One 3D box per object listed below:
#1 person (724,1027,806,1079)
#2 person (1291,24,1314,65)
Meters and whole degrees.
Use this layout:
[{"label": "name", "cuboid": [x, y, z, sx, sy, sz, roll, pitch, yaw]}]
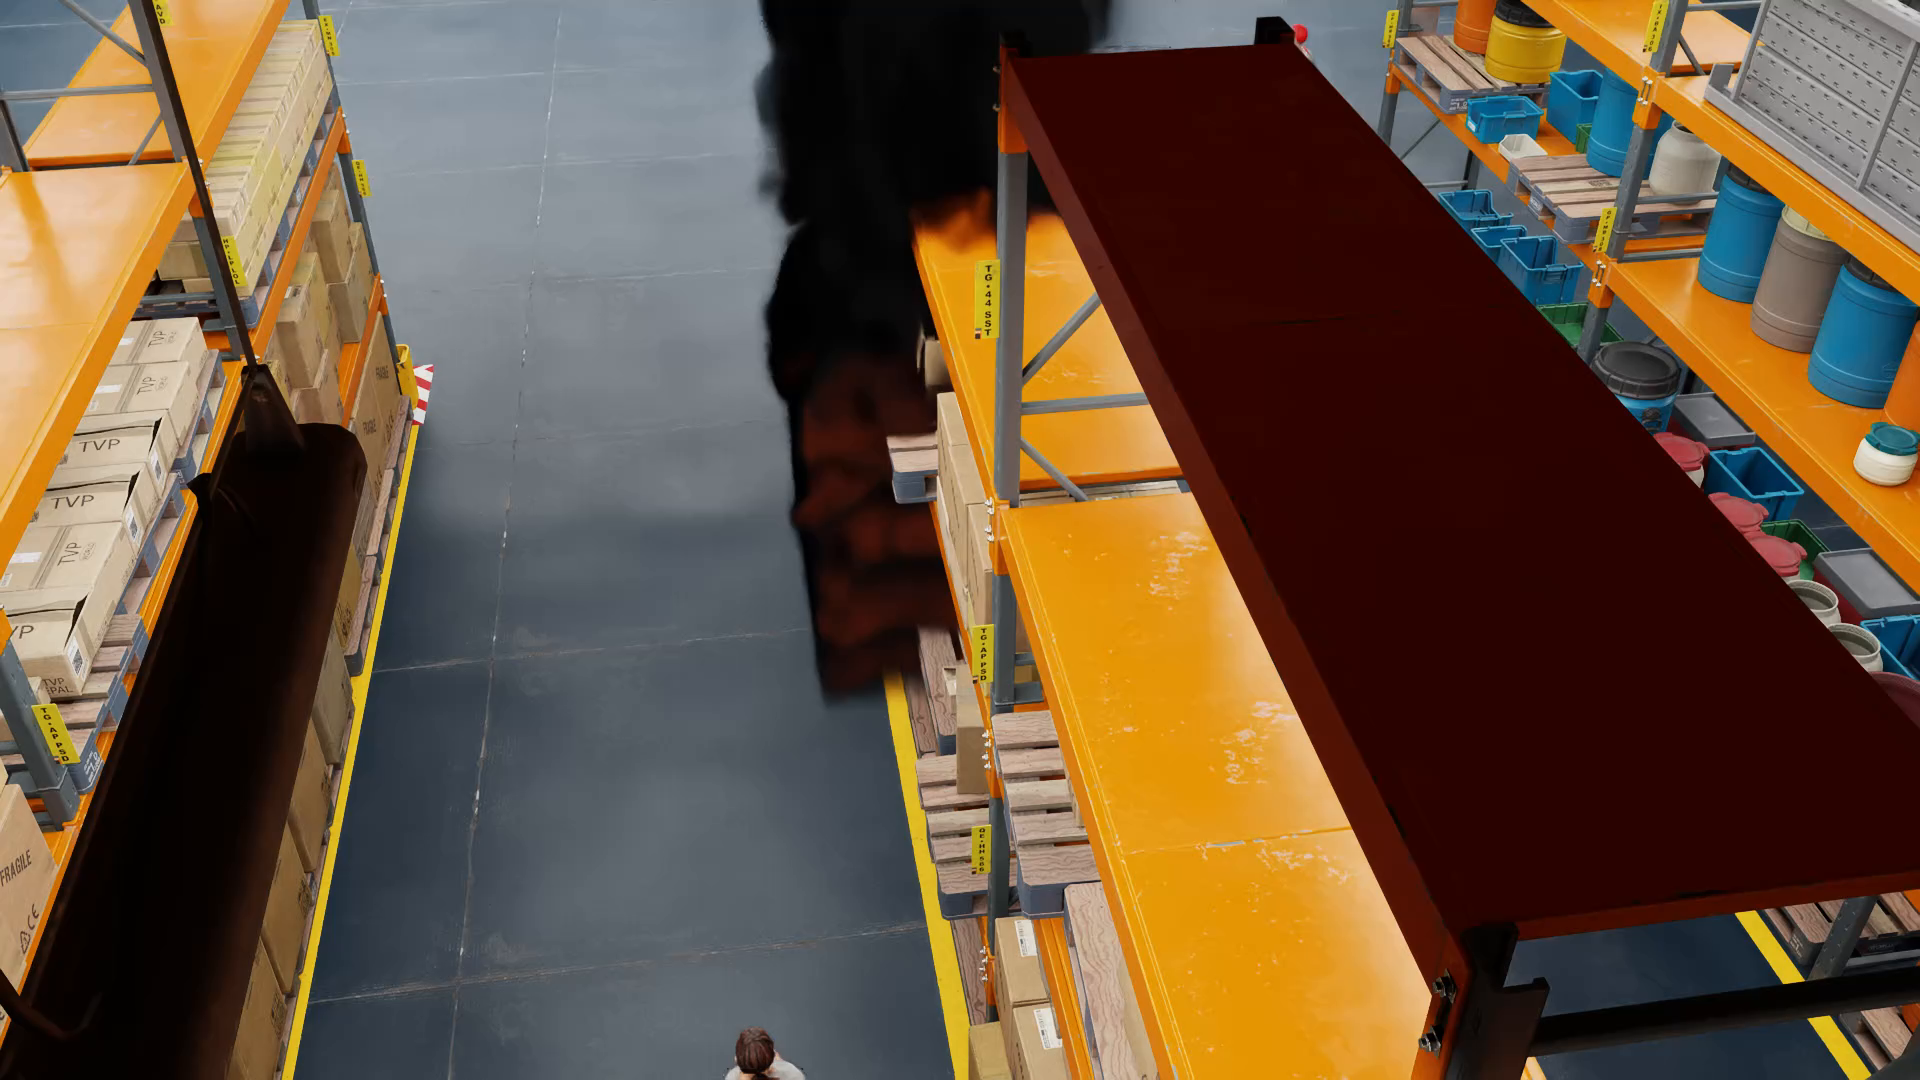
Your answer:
[{"label": "person", "cuboid": [-0.994, 2.866, 8.157, 0.554, 1.627, 0.548, -8, 37, -10]}, {"label": "person", "cuboid": [3.595, -4.912, 18.644, 0.653, 1.792, 0.637, 8, 37, 11]}]
